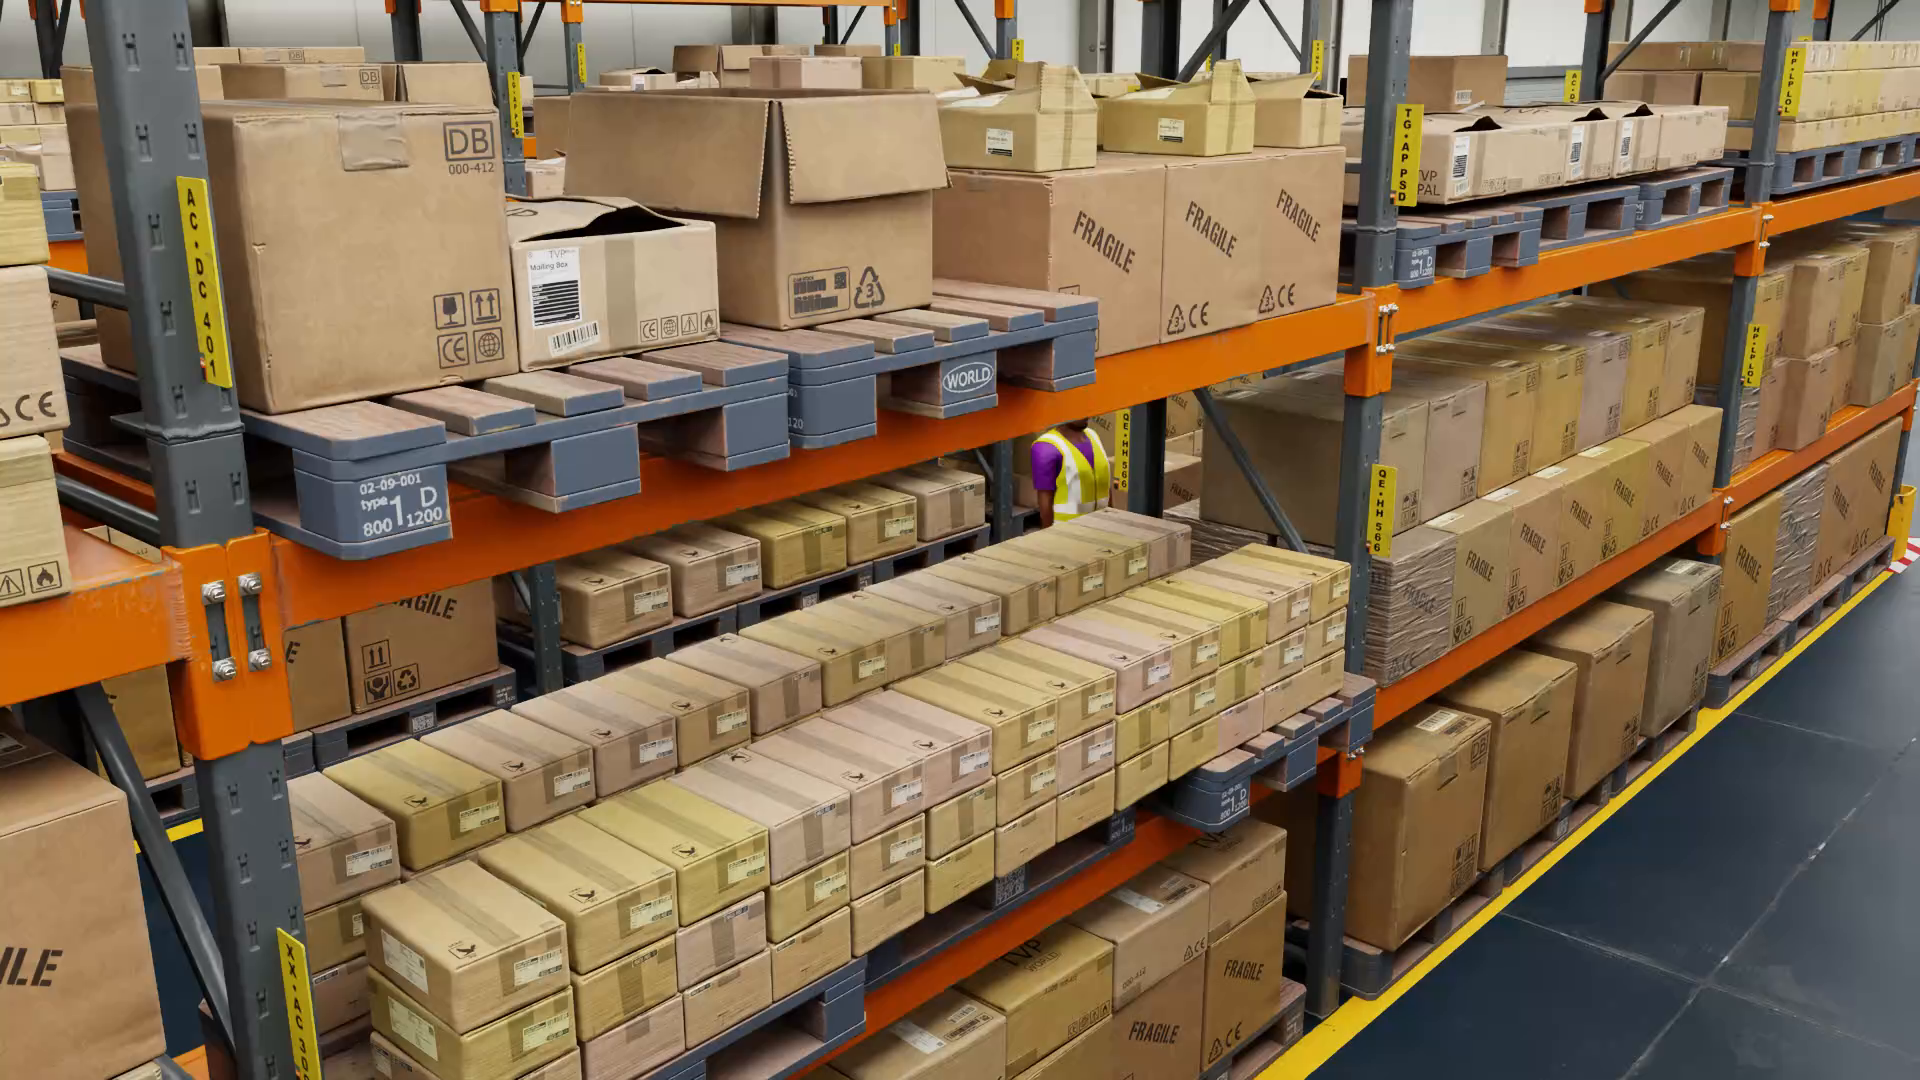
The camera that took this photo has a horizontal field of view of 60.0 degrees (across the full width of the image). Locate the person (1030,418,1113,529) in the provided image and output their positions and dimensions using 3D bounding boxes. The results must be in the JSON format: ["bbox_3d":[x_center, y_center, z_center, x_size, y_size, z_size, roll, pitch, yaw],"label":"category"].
[{"bbox_3d":[0.734,-0.037,9.642,0.556,1.758,0.570,15,23,41],"label":"person"}]
